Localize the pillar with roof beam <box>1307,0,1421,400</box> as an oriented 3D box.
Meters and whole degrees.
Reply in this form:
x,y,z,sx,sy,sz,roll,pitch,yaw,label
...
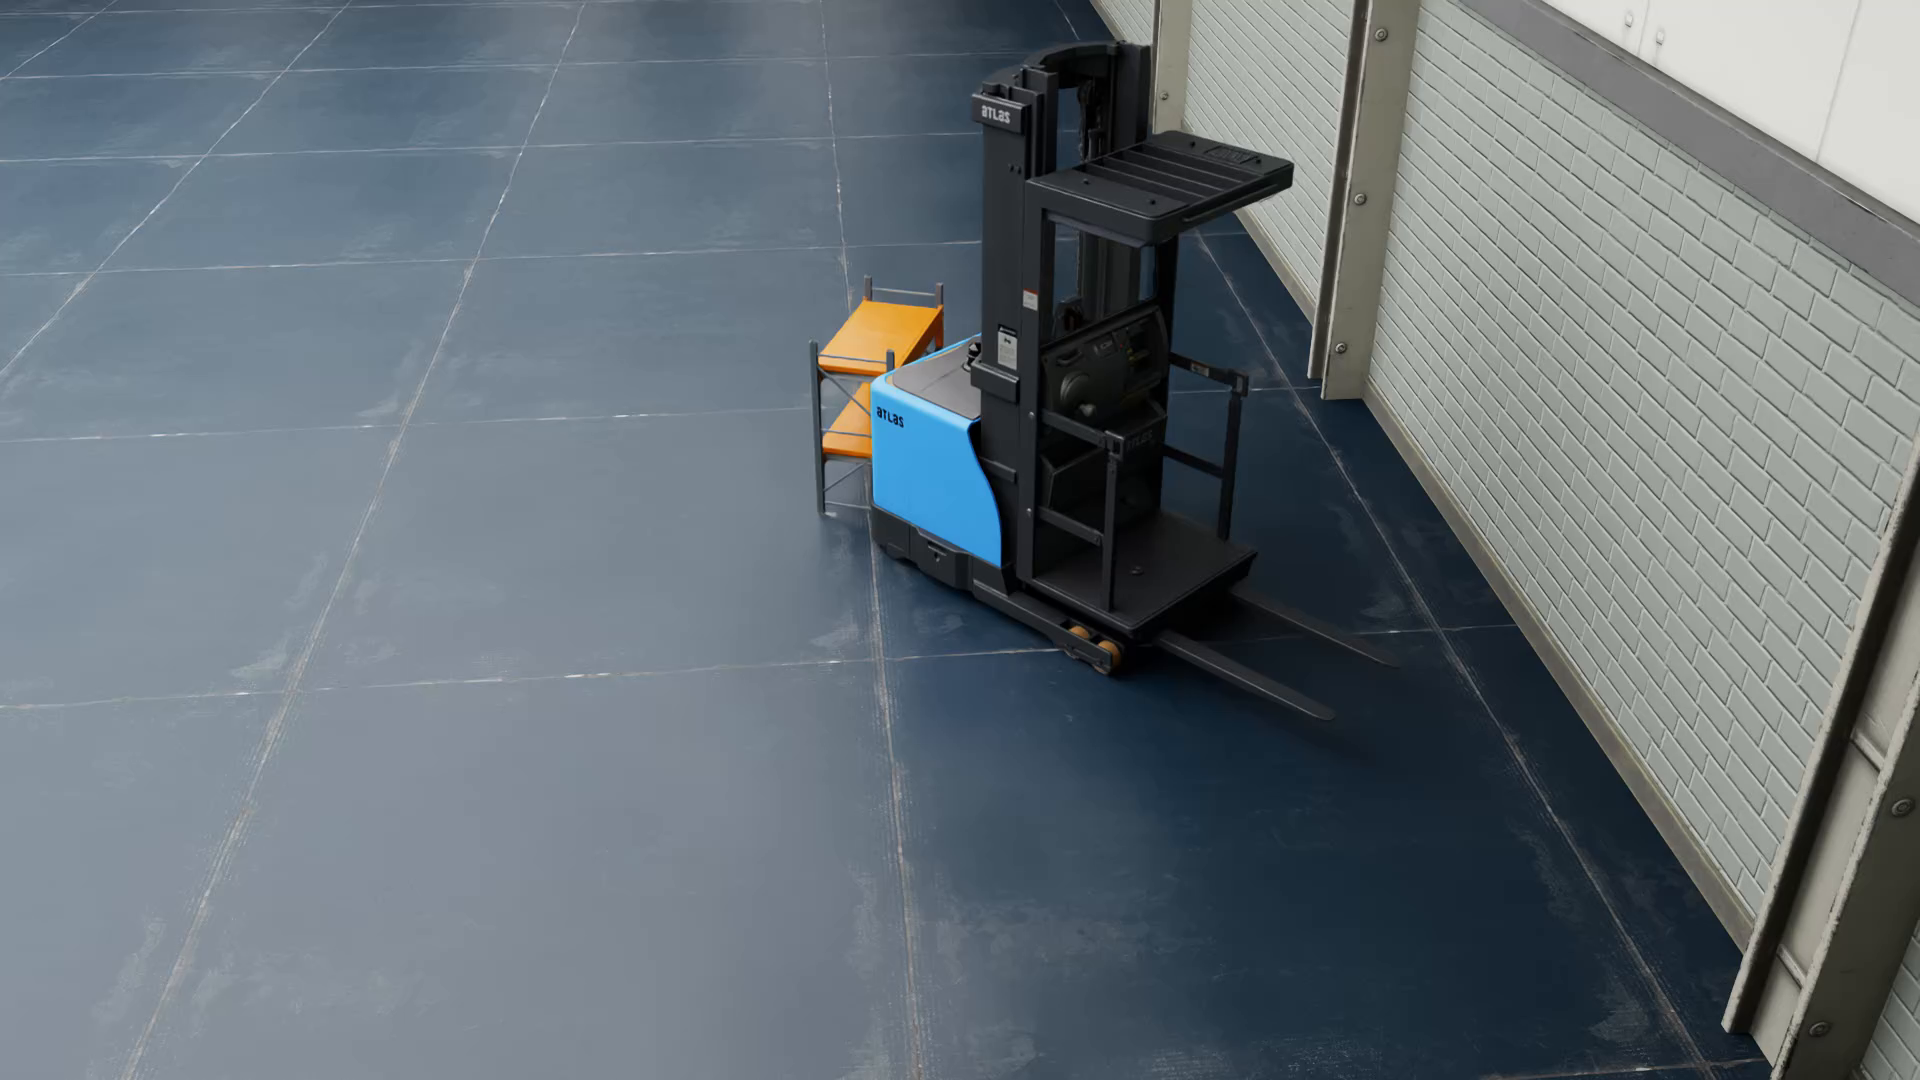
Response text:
x,y,z,sx,sy,sz,roll,pitch,yaw,label
-1.673,-4.723,8.882,9.100,9.000,0.400,-3,31,-5,pillar with roof beam

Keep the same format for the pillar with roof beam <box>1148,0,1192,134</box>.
x,y,z,sx,sy,sz,roll,pitch,yaw,label
-2.234,-7.787,14.011,9.100,9.000,0.400,-3,31,-5,pillar with roof beam

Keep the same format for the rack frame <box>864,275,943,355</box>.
x,y,z,sx,sy,sz,roll,pitch,yaw,label
-0.349,-1.116,10.522,0.500,1.125,0.032,8,32,13,rack frame

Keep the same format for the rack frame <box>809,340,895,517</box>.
x,y,z,sx,sy,sz,roll,pitch,yaw,label
-0.612,-0.613,9.679,0.500,1.125,0.032,8,32,13,rack frame

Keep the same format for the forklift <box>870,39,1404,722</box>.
x,y,z,sx,sy,sz,roll,pitch,yaw,label
0.897,-0.870,8.349,3.031,2.935,1.130,26,40,37,forklift

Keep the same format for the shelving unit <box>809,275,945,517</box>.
x,y,z,sx,sy,sz,roll,pitch,yaw,label
-0.481,-0.864,10.100,0.538,1.125,1.048,8,32,13,shelving unit

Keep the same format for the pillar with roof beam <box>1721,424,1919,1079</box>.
x,y,z,sx,sy,sz,roll,pitch,yaw,label
-1.113,-1.660,3.754,9.100,9.000,0.400,-3,31,-5,pillar with roof beam

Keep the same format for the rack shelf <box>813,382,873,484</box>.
x,y,z,sx,sy,sz,roll,pitch,yaw,label
-0.481,-0.654,10.226,0.538,0.278,1.000,8,32,13,rack shelf

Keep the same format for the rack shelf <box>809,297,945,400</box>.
x,y,z,sx,sy,sz,roll,pitch,yaw,label
-0.481,-1.116,9.950,0.538,0.278,1.000,8,32,13,rack shelf
